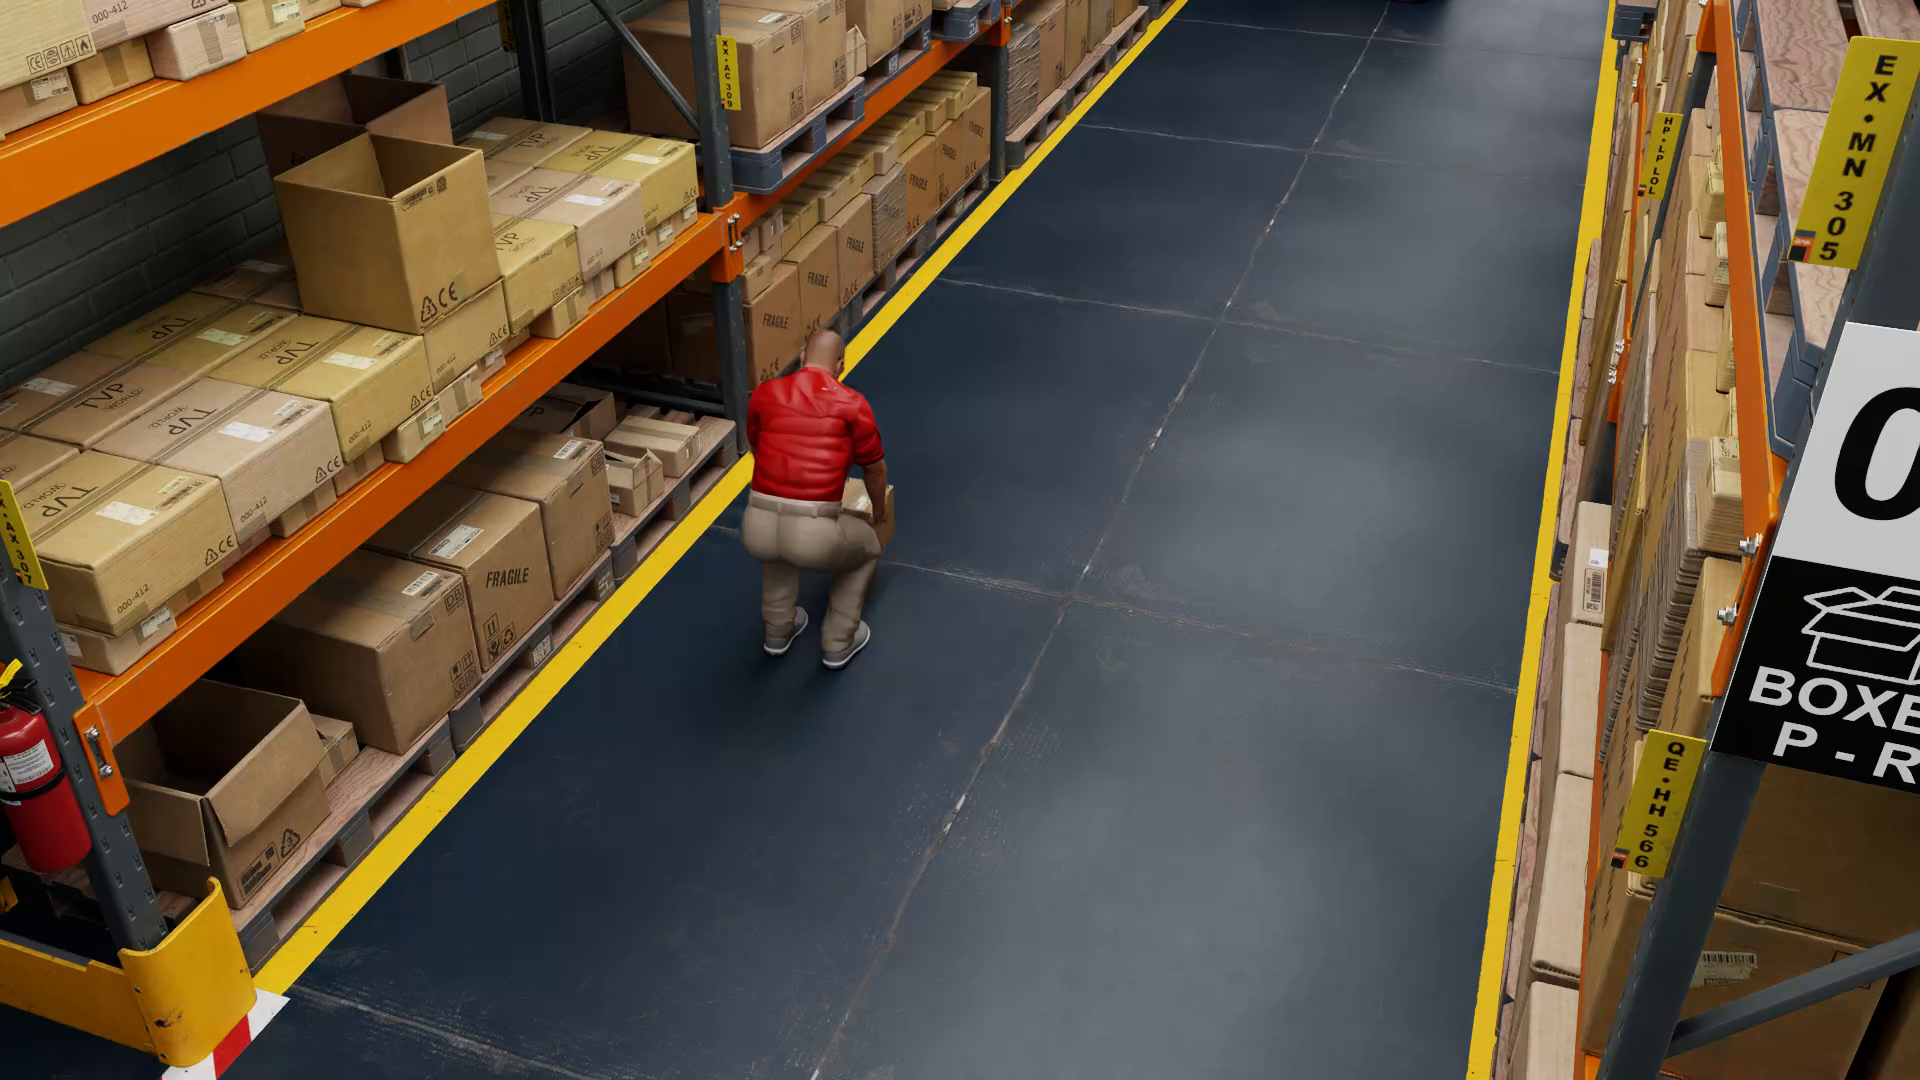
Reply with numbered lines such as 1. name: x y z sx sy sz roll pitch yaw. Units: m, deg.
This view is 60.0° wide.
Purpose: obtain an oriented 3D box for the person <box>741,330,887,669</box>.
1. person: -0.630 -0.144 6.781 0.589 1.293 0.767 11 35 17
